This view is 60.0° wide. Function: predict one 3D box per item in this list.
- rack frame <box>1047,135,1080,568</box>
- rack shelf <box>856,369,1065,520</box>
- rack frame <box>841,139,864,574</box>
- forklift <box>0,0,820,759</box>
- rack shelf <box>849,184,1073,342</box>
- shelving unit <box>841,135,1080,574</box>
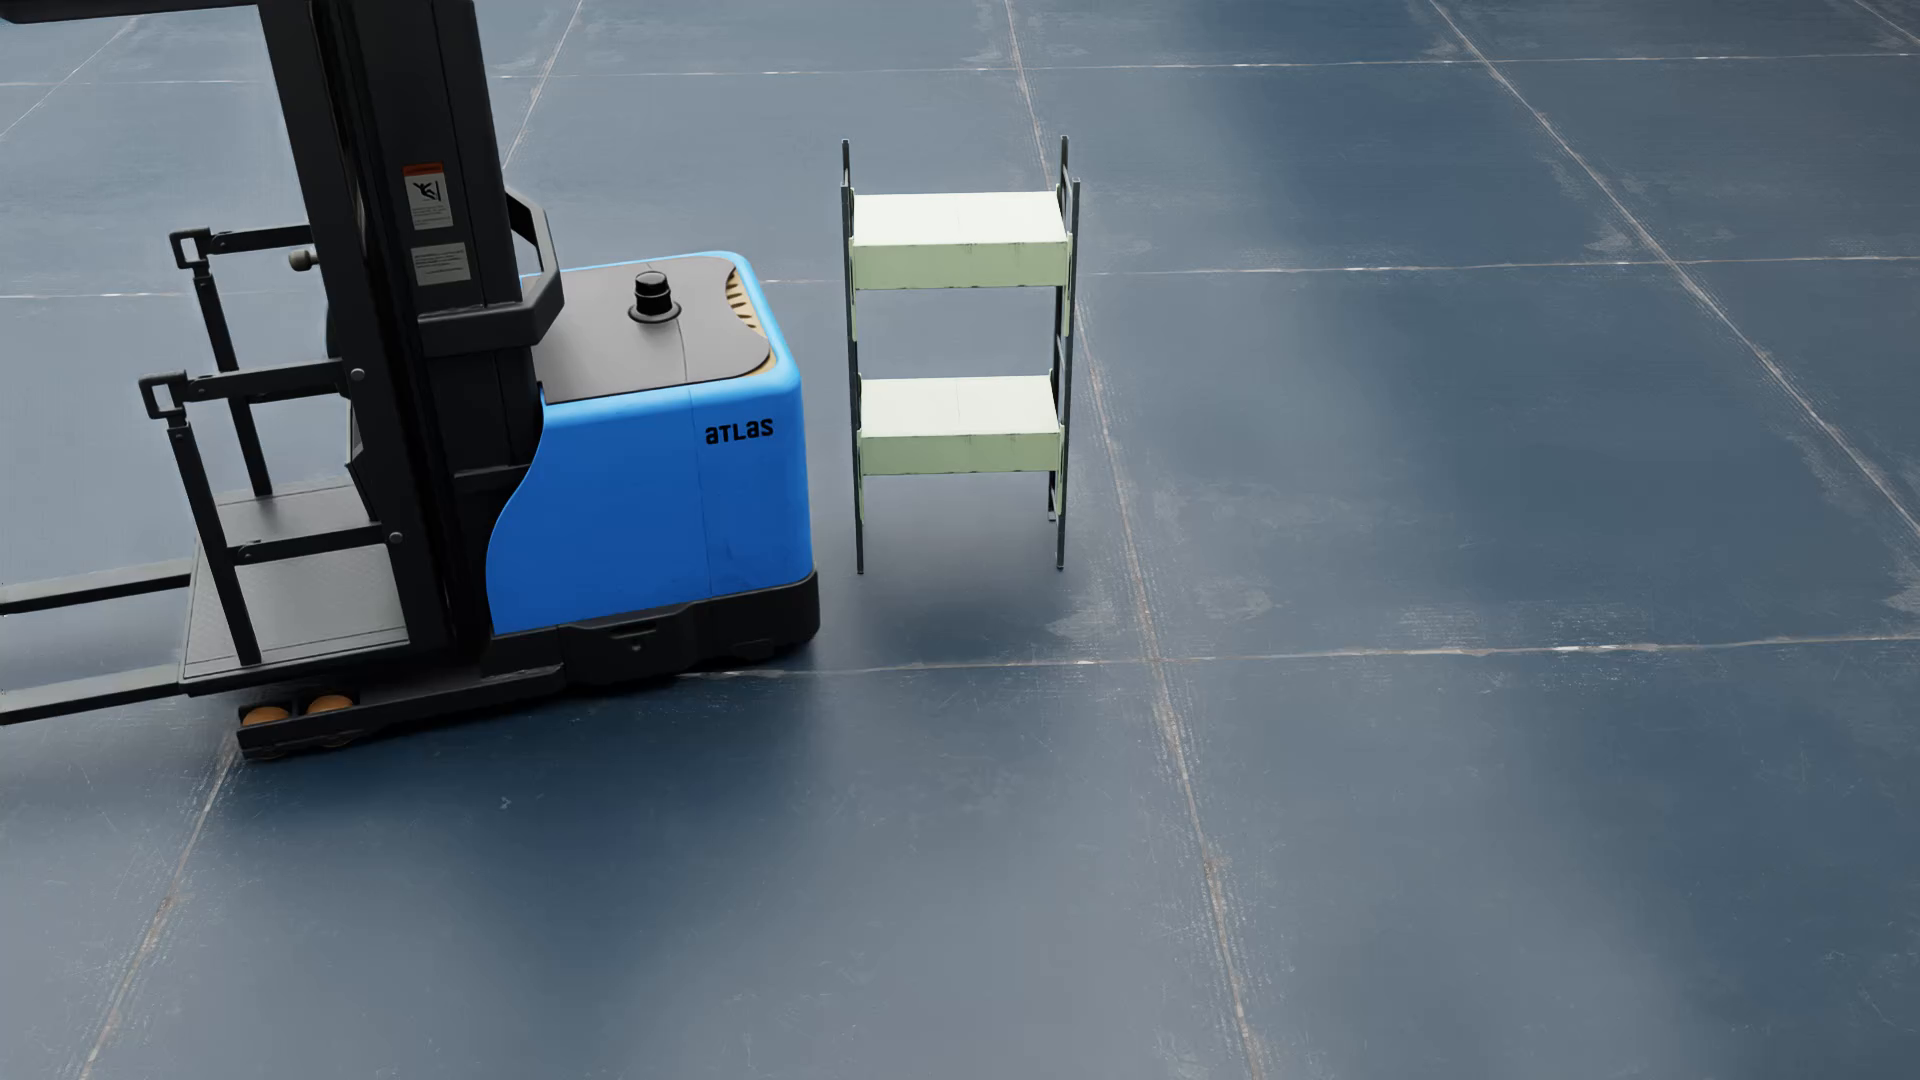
[{"bbox_3d":[0.359,-0.626,5.837,0.023,1.500,0.400,-2,35,-2],"label":"rack frame"},{"bbox_3d":[-0.007,-0.348,6.008,0.720,0.370,0.431,-2,35,-2],"label":"rack shelf"},{"bbox_3d":[-0.372,-0.607,5.809,0.023,1.500,0.400,-2,35,-2],"label":"rack frame"},{"bbox_3d":[-2.054,-0.850,4.903,3.031,2.935,1.130,-10,36,-14],"label":"forklift"},{"bbox_3d":[-0.007,-0.937,5.601,0.720,0.370,0.431,-2,35,-2],"label":"rack shelf"},{"bbox_3d":[-0.007,-0.617,5.823,0.755,1.500,0.431,-2,35,-2],"label":"shelving unit"}]
